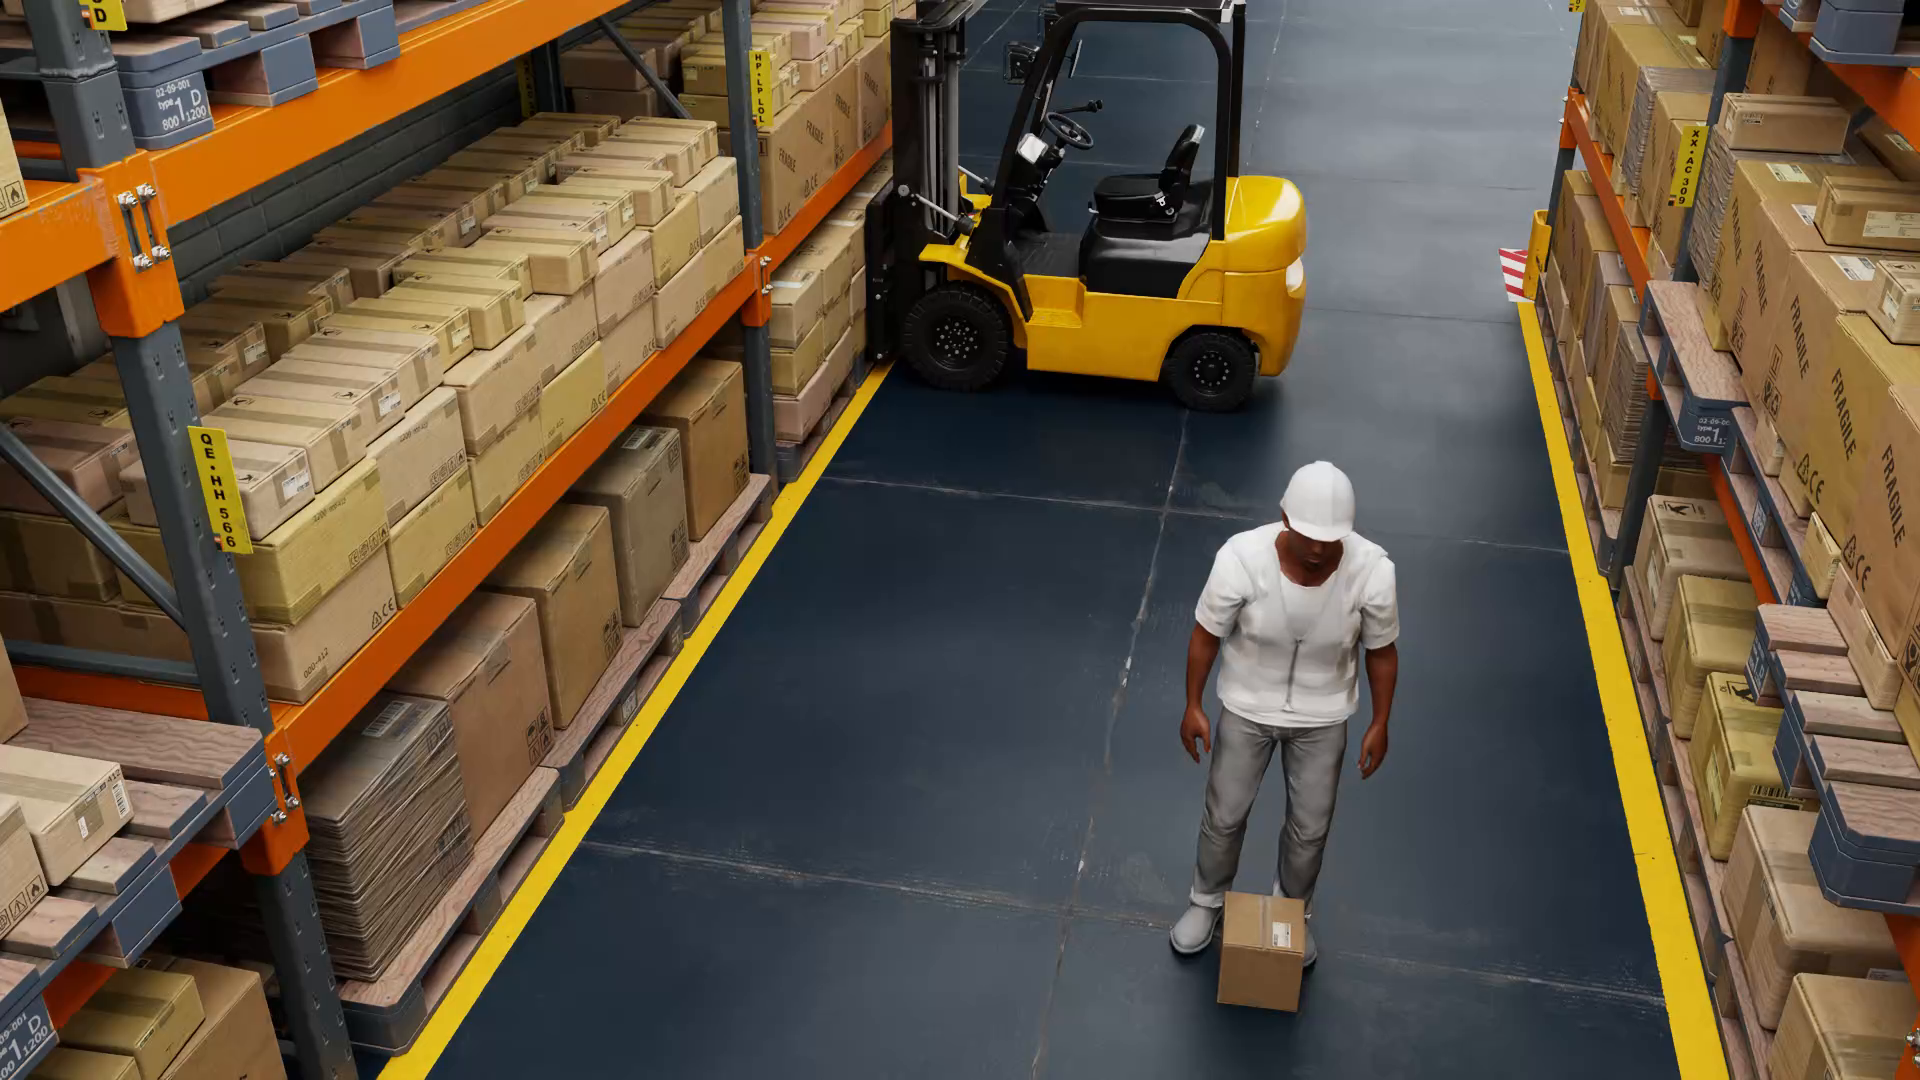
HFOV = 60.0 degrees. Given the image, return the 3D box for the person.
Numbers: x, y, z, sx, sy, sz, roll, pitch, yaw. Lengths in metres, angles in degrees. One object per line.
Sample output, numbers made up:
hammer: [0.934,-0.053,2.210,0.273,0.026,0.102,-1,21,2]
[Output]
person: [1.002,0.539,5.118,0.636,1.761,0.454,4,29,8]
